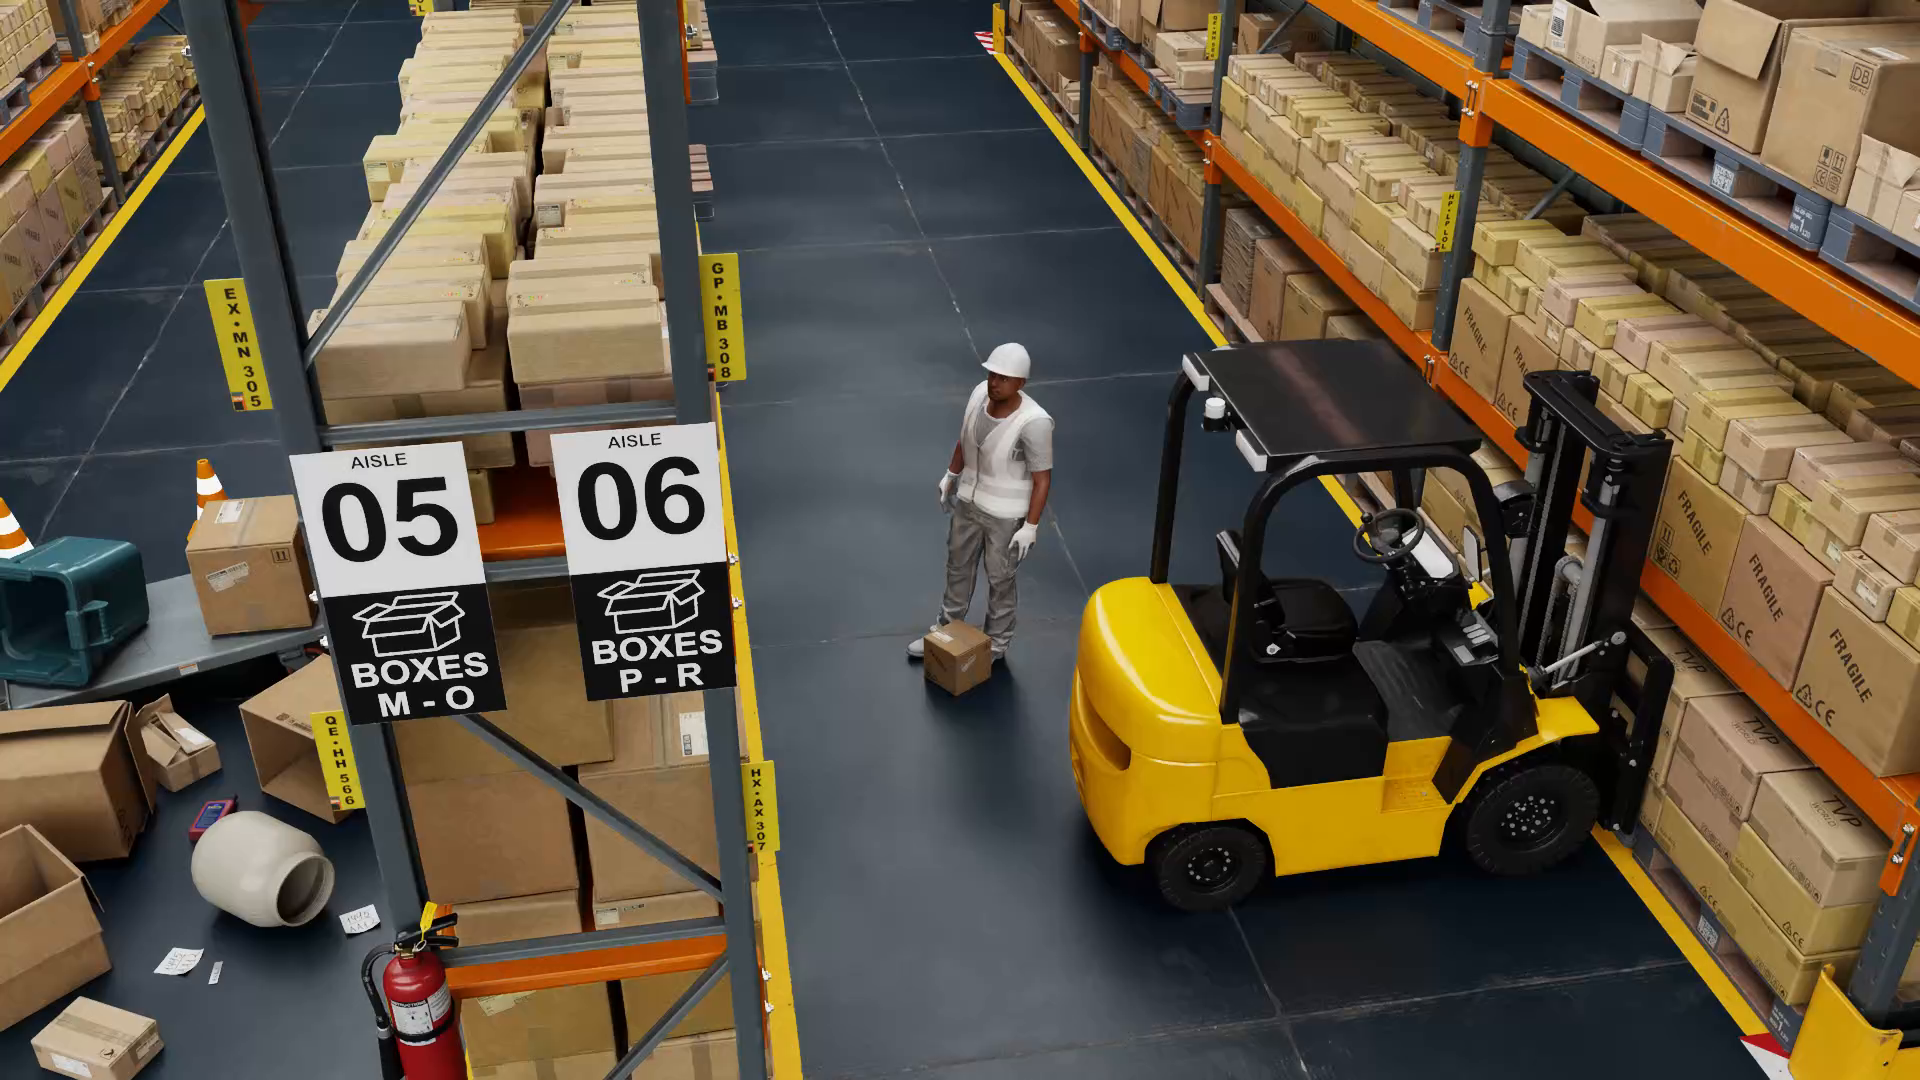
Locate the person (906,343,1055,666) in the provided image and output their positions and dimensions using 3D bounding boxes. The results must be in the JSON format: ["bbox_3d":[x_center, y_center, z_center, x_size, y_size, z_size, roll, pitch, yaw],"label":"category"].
[{"bbox_3d":[0.112,-0.143,8.343,0.576,1.784,0.657,-24,38,-35],"label":"person"}]
